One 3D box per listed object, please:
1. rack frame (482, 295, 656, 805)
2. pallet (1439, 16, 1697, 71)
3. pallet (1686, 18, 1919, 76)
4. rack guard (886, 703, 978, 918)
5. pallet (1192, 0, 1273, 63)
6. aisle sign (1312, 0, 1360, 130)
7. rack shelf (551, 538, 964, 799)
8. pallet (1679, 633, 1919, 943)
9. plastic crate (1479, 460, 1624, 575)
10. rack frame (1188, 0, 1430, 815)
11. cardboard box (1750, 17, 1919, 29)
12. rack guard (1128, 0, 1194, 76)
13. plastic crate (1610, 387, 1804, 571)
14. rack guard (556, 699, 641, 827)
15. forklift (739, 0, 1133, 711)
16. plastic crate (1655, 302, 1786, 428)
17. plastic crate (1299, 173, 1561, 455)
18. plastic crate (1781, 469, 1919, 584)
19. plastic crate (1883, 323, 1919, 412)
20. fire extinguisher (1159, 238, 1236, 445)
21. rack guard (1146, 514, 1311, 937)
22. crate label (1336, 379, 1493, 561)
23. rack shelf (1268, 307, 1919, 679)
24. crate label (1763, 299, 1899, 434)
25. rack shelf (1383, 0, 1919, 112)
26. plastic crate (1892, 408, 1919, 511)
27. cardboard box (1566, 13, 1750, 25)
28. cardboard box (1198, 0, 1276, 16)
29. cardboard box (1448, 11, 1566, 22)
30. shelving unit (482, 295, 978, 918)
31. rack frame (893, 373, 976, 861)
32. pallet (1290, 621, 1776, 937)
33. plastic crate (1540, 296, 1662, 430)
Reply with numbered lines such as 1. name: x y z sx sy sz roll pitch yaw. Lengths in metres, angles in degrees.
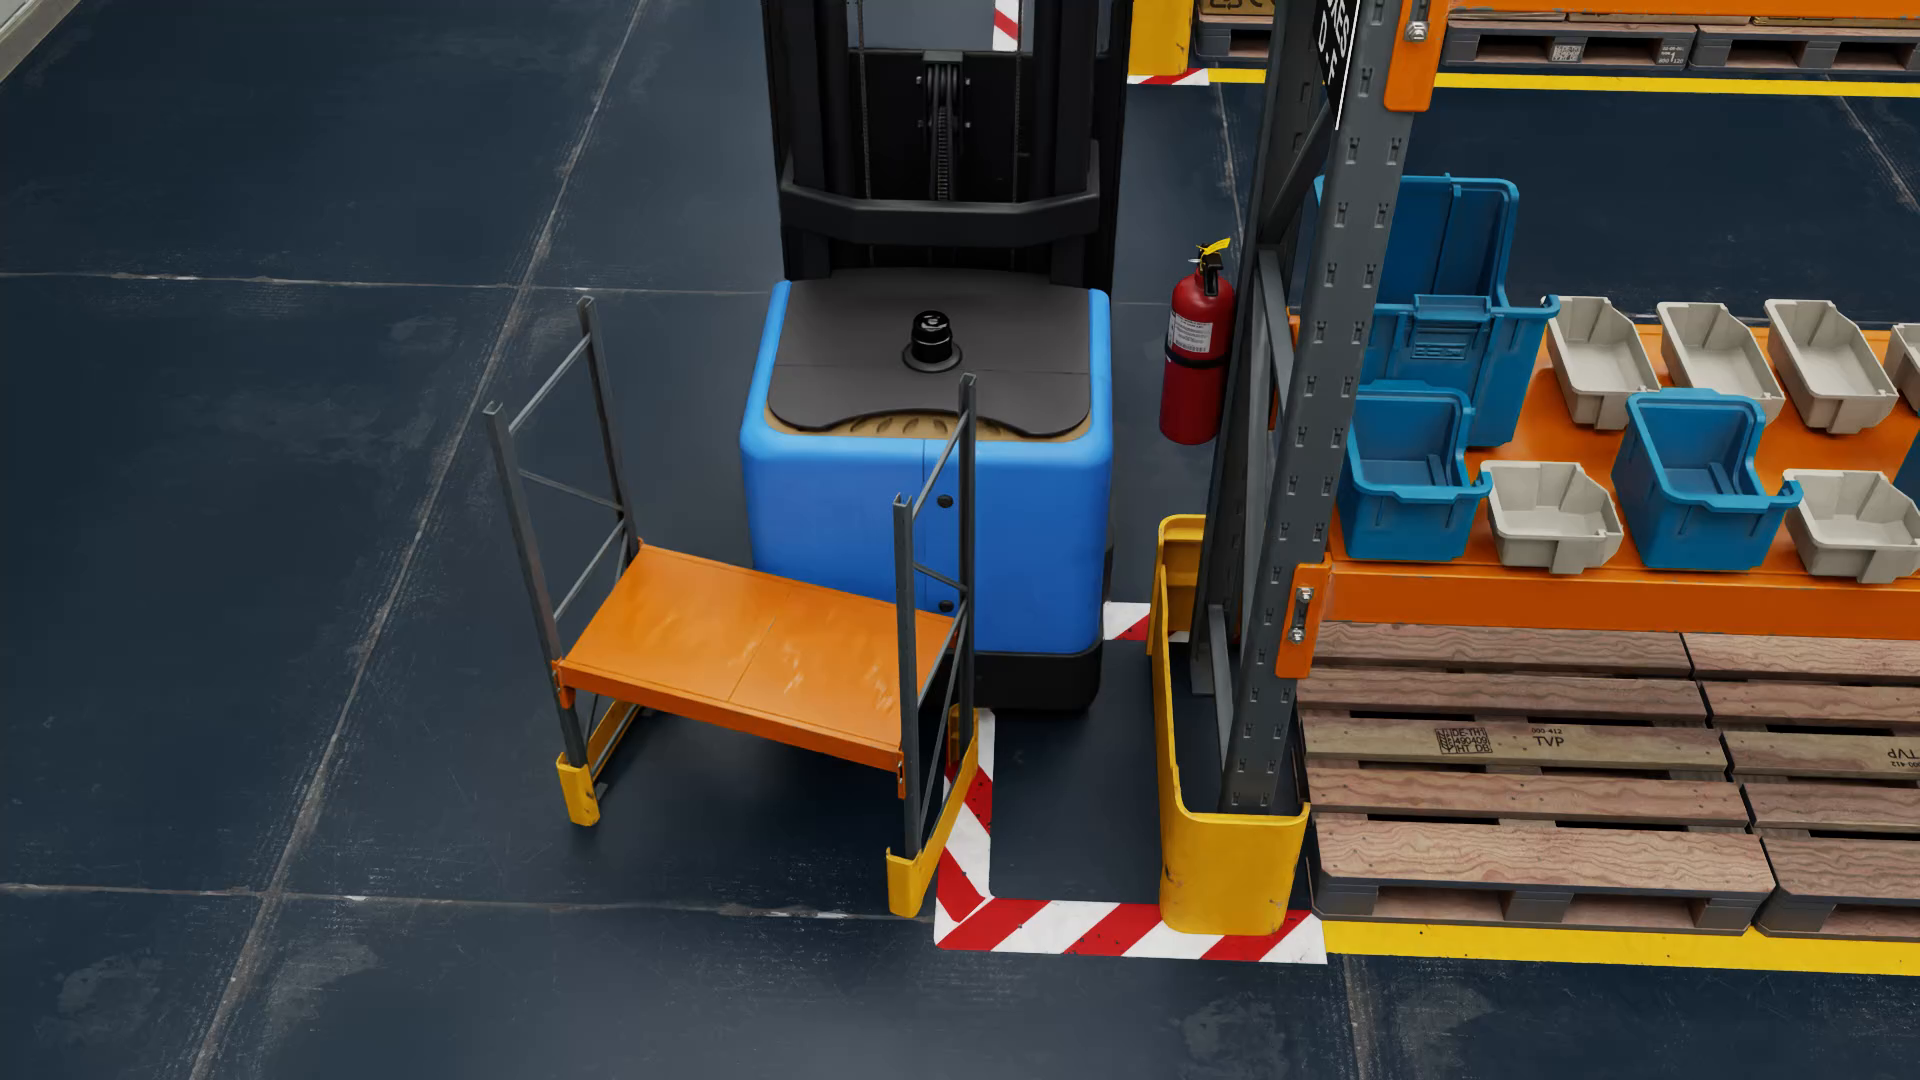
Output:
1. rack frame: -1.018 0.093 4.550 0.032 1.500 0.500 13 45 13
2. pallet: 3.019 -2.758 8.556 1.213 0.211 1.003 2 43 2
3. pallet: 4.241 -2.722 8.518 1.213 0.211 1.003 2 43 2
4. rack guard: -0.072 0.765 4.745 0.087 0.250 0.587 13 45 13
5. pallet: 1.803 -2.797 8.598 1.213 0.211 1.003 2 43 2
6. aisle sign: 0.693 -1.167 2.895 0.004 0.787 0.394 2 43 2
7. rack shelf: -0.536 0.334 4.555 1.000 0.185 0.538 13 45 13
8. pallet: 2.816 0.695 4.849 1.213 0.211 1.003 2 43 2
9. plastic crate: 1.327 -0.044 3.746 0.298 0.136 0.250 2 43 2
10. rack frame: 0.778 -0.416 3.996 0.127 3.000 1.000 2 43 2
11. cardboard box: 4.341 -3.117 8.146 0.875 0.875 0.875 2 43 2
12. rack guard: 0.977 -2.875 8.470 0.348 0.500 1.175 2 43 2
13. plastic crate: 1.668 -0.125 3.762 0.300 0.233 0.416 2 43 2
14. rack guard: -1.017 0.550 4.976 0.087 0.250 0.587 13 45 13
15. forklift: -0.026 -1.543 5.256 1.130 2.935 3.031 2 43 2
16. plastic crate: 1.890 -0.421 4.151 0.243 0.136 0.396 2 43 2
17. plastic crate: 1.121 -0.568 4.089 0.499 0.435 0.616 2 43 2
18. plastic crate: 2.004 -0.023 3.723 0.298 0.136 0.250 2 43 2
19. plastic crate: 2.466 -0.433 4.164 0.250 0.136 0.298 2 43 2
20. fire extinguisher: 0.648 -0.566 4.487 0.183 0.674 0.296 2 43 2
21. rack guard: 0.753 0.506 4.840 0.348 0.500 1.175 2 43 2
22. crate label: 1.010 -0.145 3.784 0.303 0.233 0.416 2 43 2
23. rack shelf: 2.776 -0.092 4.176 4.000 0.370 1.077 2 43 2
24. crate label: 2.169 -0.429 4.160 0.243 0.136 0.396 2 43 2
25. rack shelf: 2.776 -1.189 3.153 4.000 0.370 1.077 2 43 2
26. plastic crate: 2.325 -0.105 3.741 0.300 0.233 0.416 2 43 2
27. cardboard box: 3.442 -3.145 8.176 0.875 0.875 0.875 2 43 2
28. cardboard box: 1.644 -3.200 8.235 0.875 0.875 0.875 2 43 2
29. cardboard box: 2.553 -3.172 8.205 0.875 0.875 0.875 2 43 2
30. shelving unit: -0.545 0.200 4.434 1.083 1.500 0.587 13 45 13
31. rack frame: -0.054 0.312 4.314 0.032 1.500 0.500 13 45 13
32. pallet: 1.600 0.656 4.891 1.213 0.211 1.003 2 43 2
33. plastic crate: 1.601 -0.440 4.171 0.243 0.136 0.396 2 43 2
